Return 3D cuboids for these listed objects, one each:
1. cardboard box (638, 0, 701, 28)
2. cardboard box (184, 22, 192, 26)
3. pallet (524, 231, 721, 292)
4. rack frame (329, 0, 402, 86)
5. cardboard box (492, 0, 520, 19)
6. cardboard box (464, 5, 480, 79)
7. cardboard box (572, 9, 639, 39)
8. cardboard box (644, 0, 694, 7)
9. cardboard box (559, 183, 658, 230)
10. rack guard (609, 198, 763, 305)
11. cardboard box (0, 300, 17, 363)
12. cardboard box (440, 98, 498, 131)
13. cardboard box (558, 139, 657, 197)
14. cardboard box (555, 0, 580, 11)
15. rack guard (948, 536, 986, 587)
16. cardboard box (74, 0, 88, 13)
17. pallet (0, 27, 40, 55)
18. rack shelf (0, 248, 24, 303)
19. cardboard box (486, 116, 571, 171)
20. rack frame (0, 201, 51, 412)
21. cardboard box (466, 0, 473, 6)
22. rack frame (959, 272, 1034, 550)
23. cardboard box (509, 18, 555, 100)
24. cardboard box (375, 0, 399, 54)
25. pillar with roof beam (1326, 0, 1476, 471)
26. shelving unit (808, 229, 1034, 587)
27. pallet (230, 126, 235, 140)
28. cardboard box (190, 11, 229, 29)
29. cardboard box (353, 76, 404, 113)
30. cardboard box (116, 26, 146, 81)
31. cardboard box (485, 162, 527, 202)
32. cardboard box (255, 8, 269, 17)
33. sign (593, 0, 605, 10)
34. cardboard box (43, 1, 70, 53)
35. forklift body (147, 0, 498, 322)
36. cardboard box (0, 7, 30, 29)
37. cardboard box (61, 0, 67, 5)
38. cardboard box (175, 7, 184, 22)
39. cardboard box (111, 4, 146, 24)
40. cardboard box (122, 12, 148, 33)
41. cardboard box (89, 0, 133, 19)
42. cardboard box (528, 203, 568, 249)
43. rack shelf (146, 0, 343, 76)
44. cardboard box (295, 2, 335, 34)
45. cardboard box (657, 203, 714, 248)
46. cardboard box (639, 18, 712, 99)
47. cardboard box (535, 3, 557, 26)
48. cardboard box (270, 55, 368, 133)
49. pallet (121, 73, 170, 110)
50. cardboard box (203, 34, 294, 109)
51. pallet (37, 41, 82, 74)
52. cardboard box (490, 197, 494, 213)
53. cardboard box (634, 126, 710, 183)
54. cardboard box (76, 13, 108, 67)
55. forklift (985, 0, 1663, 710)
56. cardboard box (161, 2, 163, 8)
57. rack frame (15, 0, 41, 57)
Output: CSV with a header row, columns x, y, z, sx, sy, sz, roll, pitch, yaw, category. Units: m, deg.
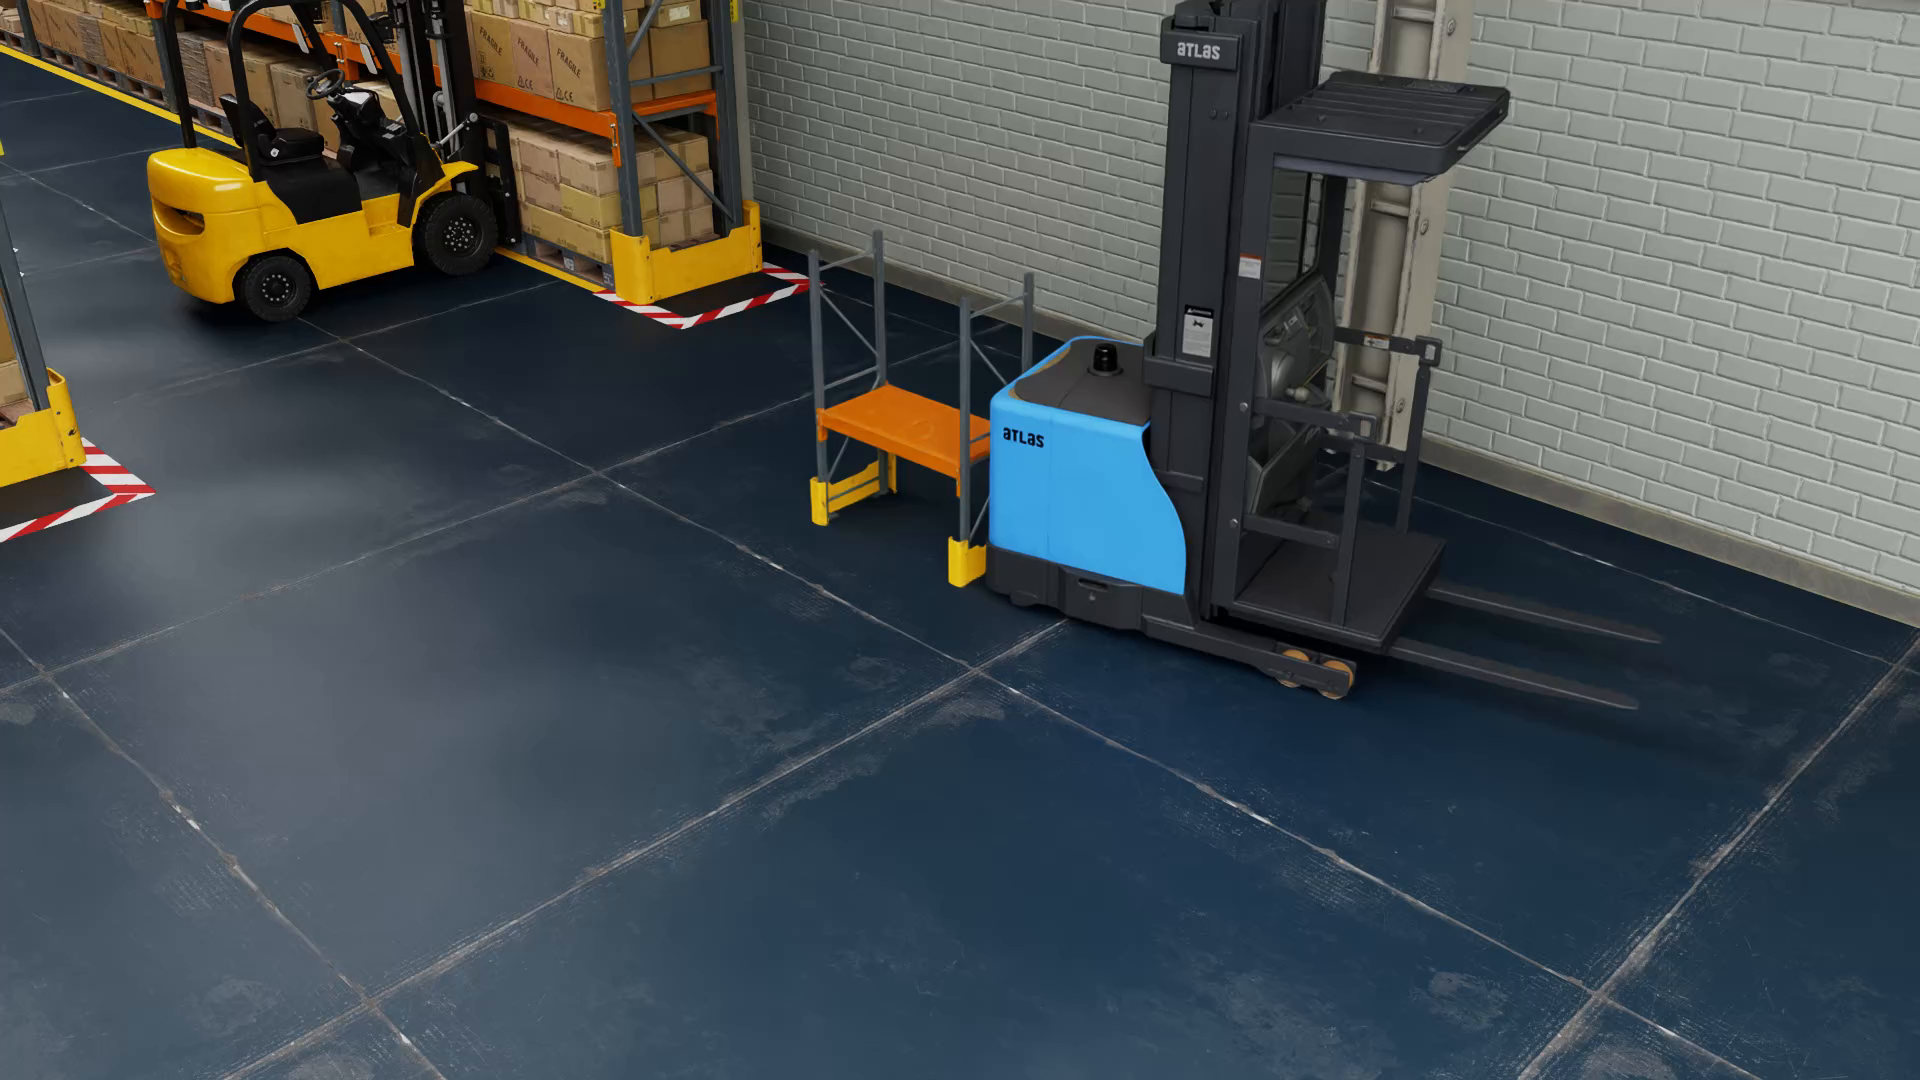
x,y,z,sx,sy,sz,roll,pitch,yaw,category
-2.085,-3.793,11.935,0.250,0.149,0.380,23,36,37,cardboard box
-8.170,-5.351,17.939,0.500,0.500,0.500,25,37,39,cardboard box
-2.600,-2.266,12.832,1.213,0.211,1.003,25,36,38,pallet
-4.877,-4.570,14.217,0.127,3.000,1.000,25,36,38,rack frame
-3.206,-3.951,12.236,0.250,0.149,0.380,23,36,37,cardboard box
-3.655,-3.882,12.802,0.500,0.500,0.500,25,37,39,cardboard box
-2.469,-3.616,11.599,0.380,0.149,0.250,-25,36,-38,cardboard box
-2.115,-3.908,11.835,0.250,0.149,0.380,24,36,37,cardboard box
-2.591,-2.510,12.266,0.500,0.250,0.500,24,36,38,cardboard box
-2.008,-2.150,12.302,0.348,0.500,1.175,25,36,38,rack guard
-5.901,-1.279,9.657,0.500,0.500,0.500,23,36,37,cardboard box
-4.032,-3.390,13.403,0.500,0.250,0.500,-24,36,-38,cardboard box
-2.572,-2.723,12.134,0.500,0.250,0.500,-24,36,-38,cardboard box
-2.626,-3.845,11.714,0.250,0.149,0.380,25,36,38,cardboard box
0.162,0.014,8.454,0.087,0.250,0.587,23,35,37,rack guard
-9.537,-5.936,18.353,0.380,0.149,0.250,-24,36,-37,cardboard box
-11.071,-6.170,20.257,1.213,0.211,1.003,25,36,38,pallet
-6.928,-1.950,10.009,4.000,0.370,1.077,25,36,38,rack shelf
-3.307,-3.049,12.754,0.500,0.250,0.500,-25,37,-39,cardboard box
-5.502,-1.616,8.600,0.127,3.000,1.000,25,36,38,rack frame
-3.515,-4.138,12.592,0.250,0.149,0.380,24,36,38,cardboard box
0.176,-0.533,8.152,0.032,1.500,0.500,23,35,37,rack frame
-2.923,-3.554,12.179,0.500,0.500,0.500,-24,36,-38,cardboard box
-4.361,-4.218,13.441,0.500,0.500,0.500,-25,36,-38,cardboard box
-0.629,-3.060,4.900,0.400,9.000,9.100,25,36,38,pillar with roof beam
-0.207,-0.695,8.460,1.083,1.500,0.587,23,35,37,shelving unit
-6.304,-3.961,16.056,1.213,0.211,1.003,25,36,38,pallet
-7.883,-5.515,17.553,0.380,0.149,0.250,-23,35,-37,cardboard box
-4.752,-3.719,14.029,0.500,0.250,0.500,24,36,38,cardboard box
-8.531,-5.188,17.627,0.500,0.500,0.500,24,36,38,cardboard box
-3.324,-2.838,12.891,0.500,0.250,0.500,24,36,37,cardboard box
-6.115,-4.915,15.036,0.500,0.250,0.500,25,37,39,cardboard box
-2.415,-3.706,11.077,0.005,0.325,0.100,25,36,38,sign
-10.008,-5.856,18.899,0.500,0.500,0.500,24,36,38,cardboard box
-4.656,-2.902,11.958,1.214,2.155,2.313,25,36,38,forklift body
-11.439,-6.356,20.102,0.396,0.266,0.258,-24,36,-37,cardboard box
-9.865,-6.112,18.687,0.250,0.149,0.380,24,36,38,cardboard box
-8.287,-5.665,17.838,0.380,0.149,0.250,-25,37,-39,cardboard box
-8.789,-5.599,17.713,0.380,0.149,0.250,-24,36,-38,cardboard box
-8.476,-5.397,17.329,0.250,0.149,0.380,22,35,36,cardboard box
-9.185,-5.760,18.020,0.250,0.149,0.380,23,35,36,cardboard box
-2.929,-2.447,12.684,0.500,0.250,0.500,25,36,38,cardboard box
-6.303,-4.904,15.626,4.000,0.370,1.077,25,36,38,rack shelf
-5.420,-4.581,14.400,0.500,0.250,0.500,-24,36,-38,cardboard box
-2.238,-2.458,12.706,0.500,0.250,0.500,25,37,39,cardboard box
-2.183,-3.562,12.195,0.500,0.500,0.500,-24,36,-38,cardboard box
-2.814,-3.794,11.939,0.380,0.149,0.250,-24,36,-38,cardboard box
-5.805,-4.127,15.475,0.625,0.625,0.875,24,36,38,cardboard box
-8.235,-4.897,17.836,1.213,0.211,1.003,25,36,38,pallet
-6.823,-4.591,16.358,0.875,0.625,0.625,-24,36,-38,cardboard box
-9.975,-5.693,19.350,1.213,0.211,1.003,25,36,38,pallet
-3.666,-2.775,13.308,0.500,0.250,0.500,-24,36,-38,cardboard box
-2.235,-2.895,12.462,0.500,0.250,0.500,24,36,38,cardboard box
-9.290,-5.521,18.261,0.500,0.500,0.500,23,35,37,cardboard box
1.664,-0.873,7.261,3.031,2.935,1.130,15,31,26,forklift
-8.636,-5.854,18.197,0.250,0.149,0.380,24,36,37,cardboard box
-10.582,-7.180,19.182,0.127,3.000,1.000,25,36,38,rack frame
